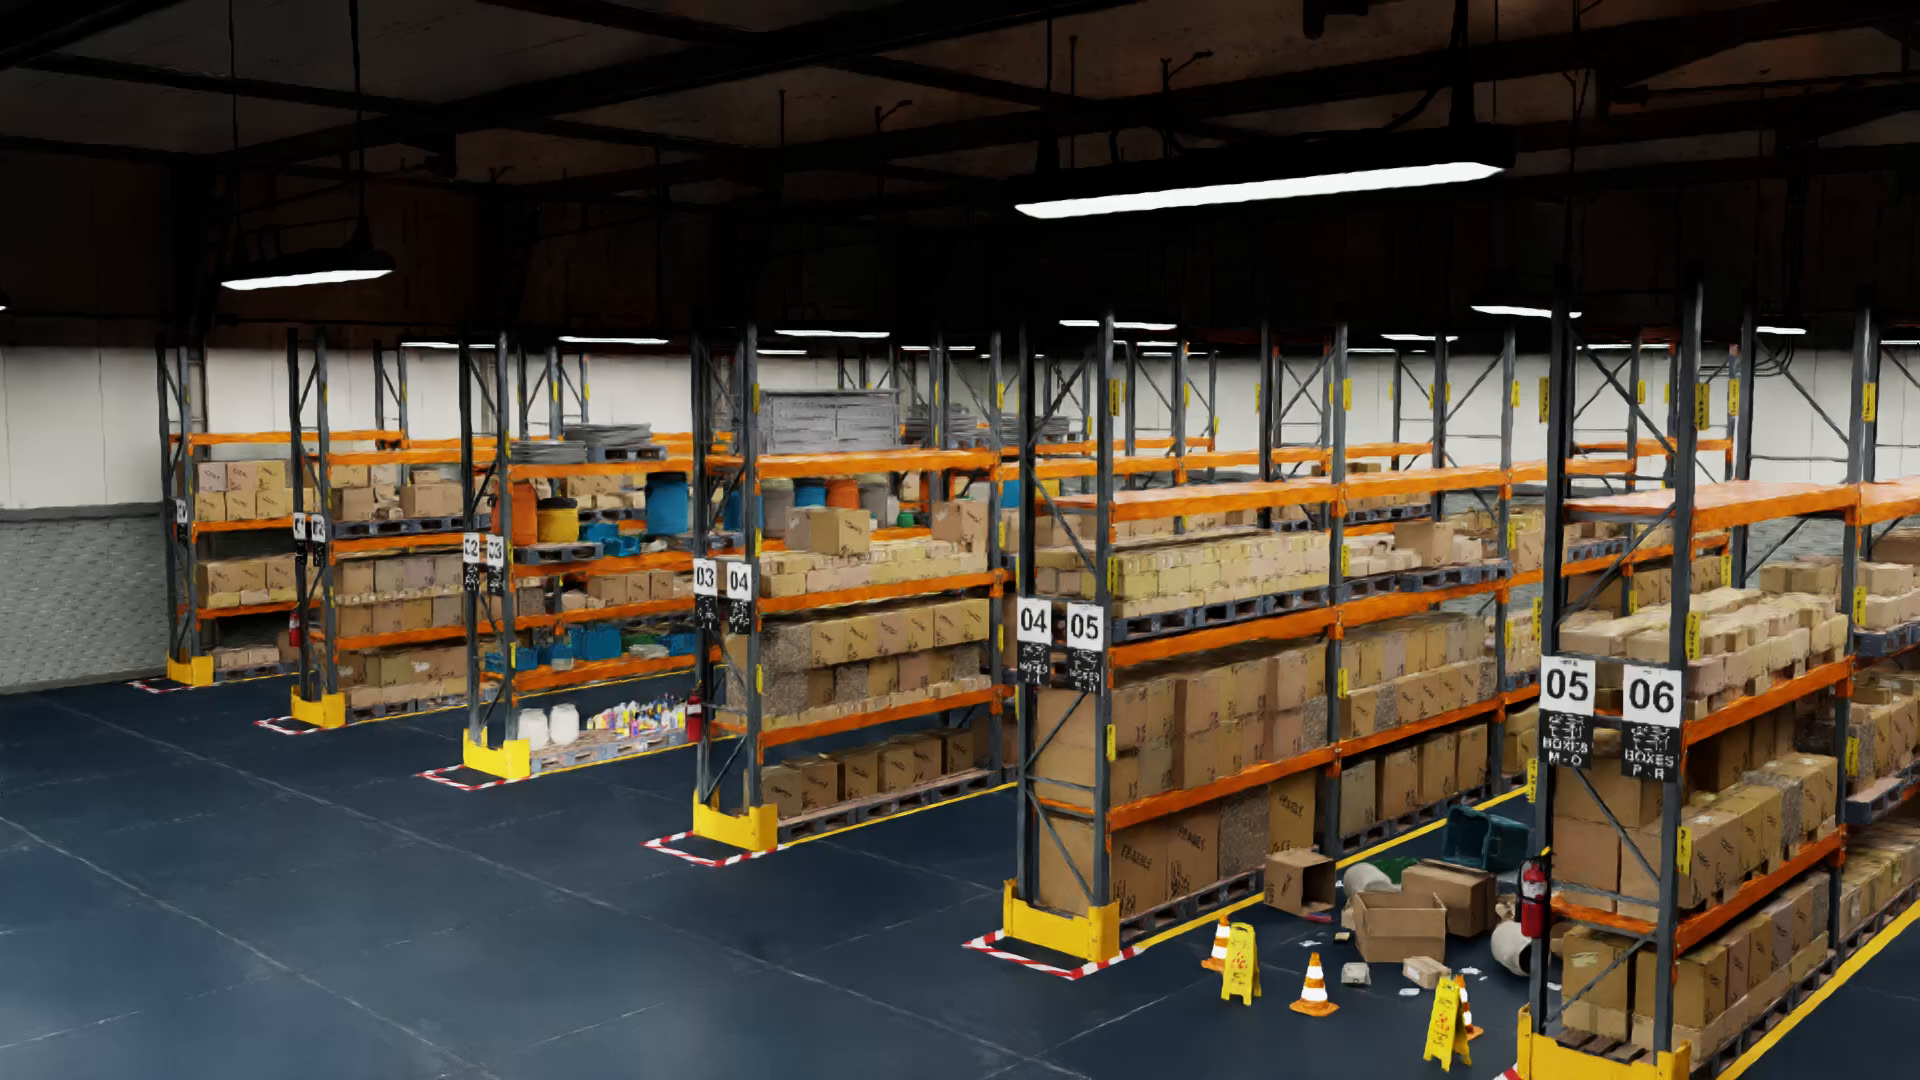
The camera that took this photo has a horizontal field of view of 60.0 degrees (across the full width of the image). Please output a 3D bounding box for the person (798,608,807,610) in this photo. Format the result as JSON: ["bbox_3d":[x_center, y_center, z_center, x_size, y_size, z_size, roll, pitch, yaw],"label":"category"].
[{"bbox_3d":[-2.954,1.492,30.508,0.491,1.598,1.000,4,7,35],"label":"person"}]

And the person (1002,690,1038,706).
[{"bbox_3d":[0.965,1.777,26.864,1.123,1.709,0.553,-5,8,-44],"label":"person"}]
